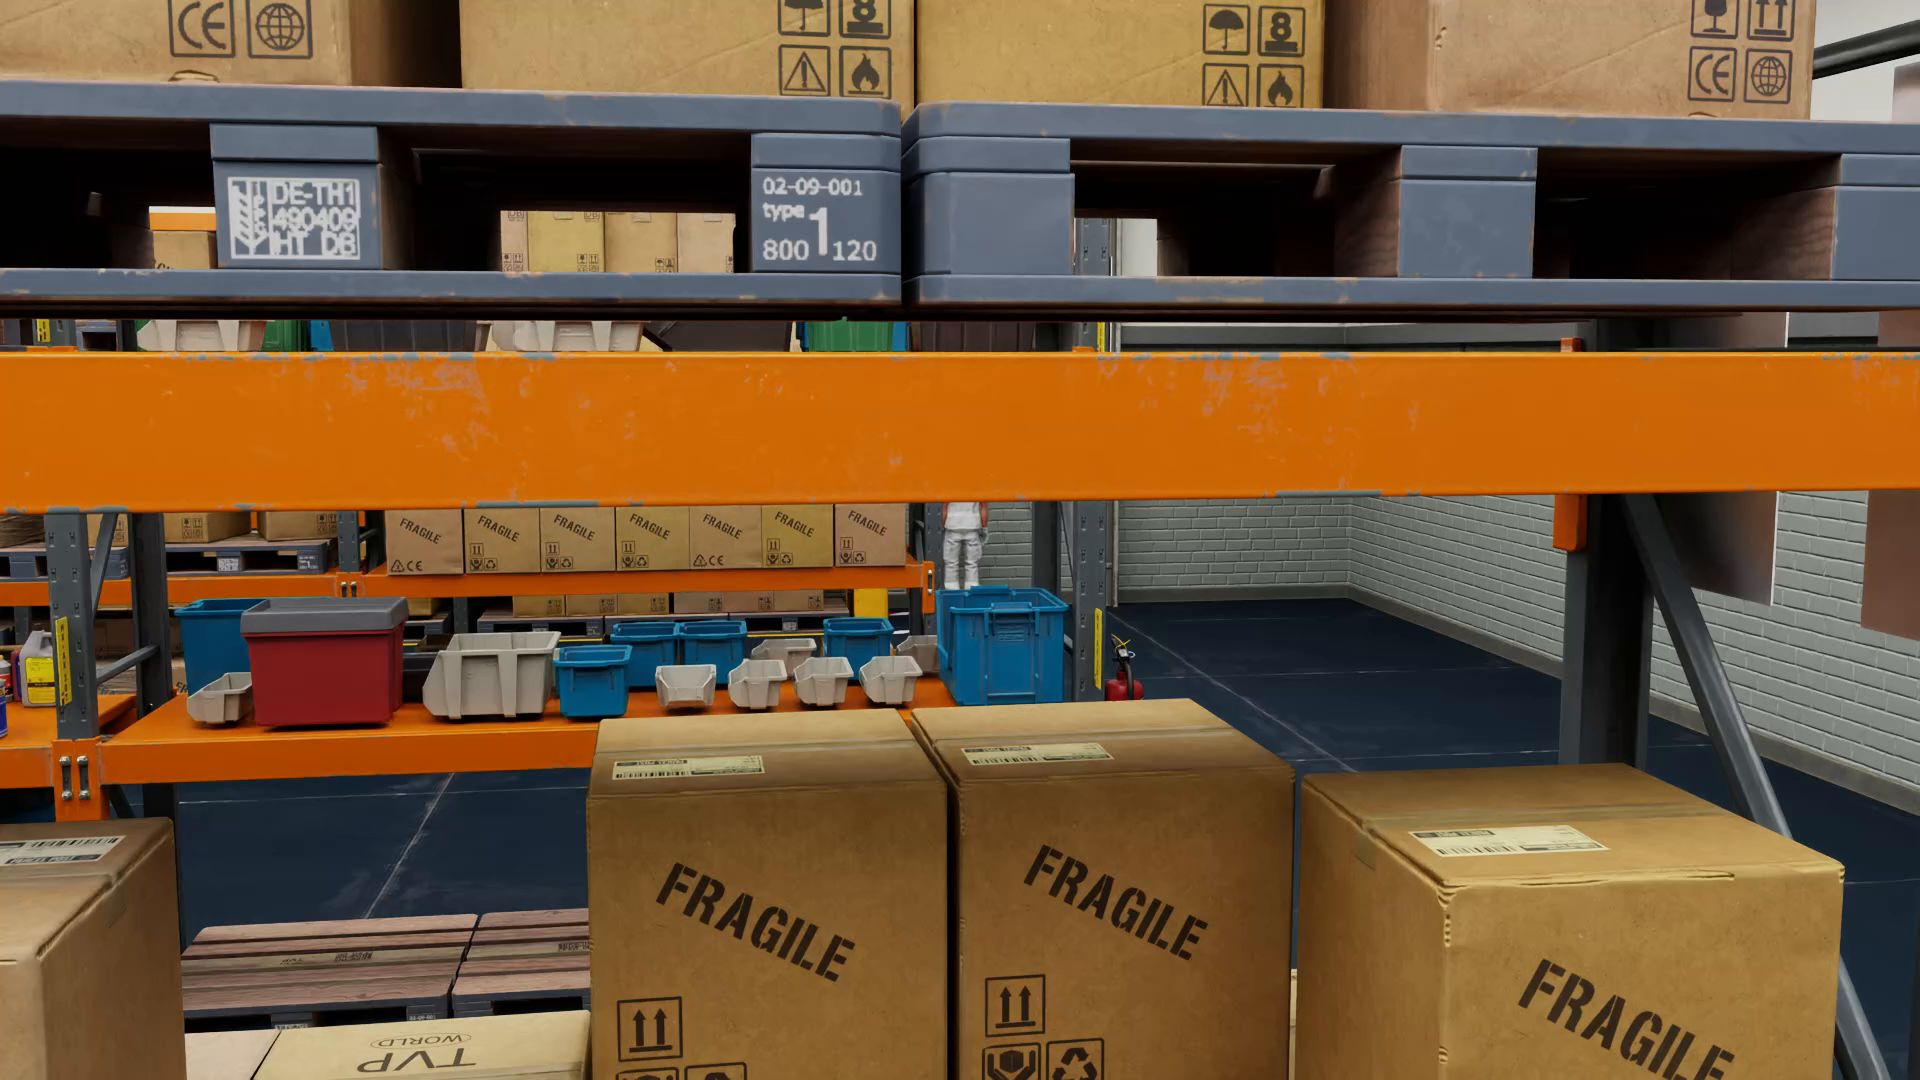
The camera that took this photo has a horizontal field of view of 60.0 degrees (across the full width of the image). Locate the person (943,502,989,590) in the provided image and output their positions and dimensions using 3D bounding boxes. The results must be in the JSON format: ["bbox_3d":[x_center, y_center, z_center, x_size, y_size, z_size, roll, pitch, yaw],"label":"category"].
[{"bbox_3d":[0.032,-0.088,17.754,0.554,1.800,0.325,-1,6,-10],"label":"person"}]
